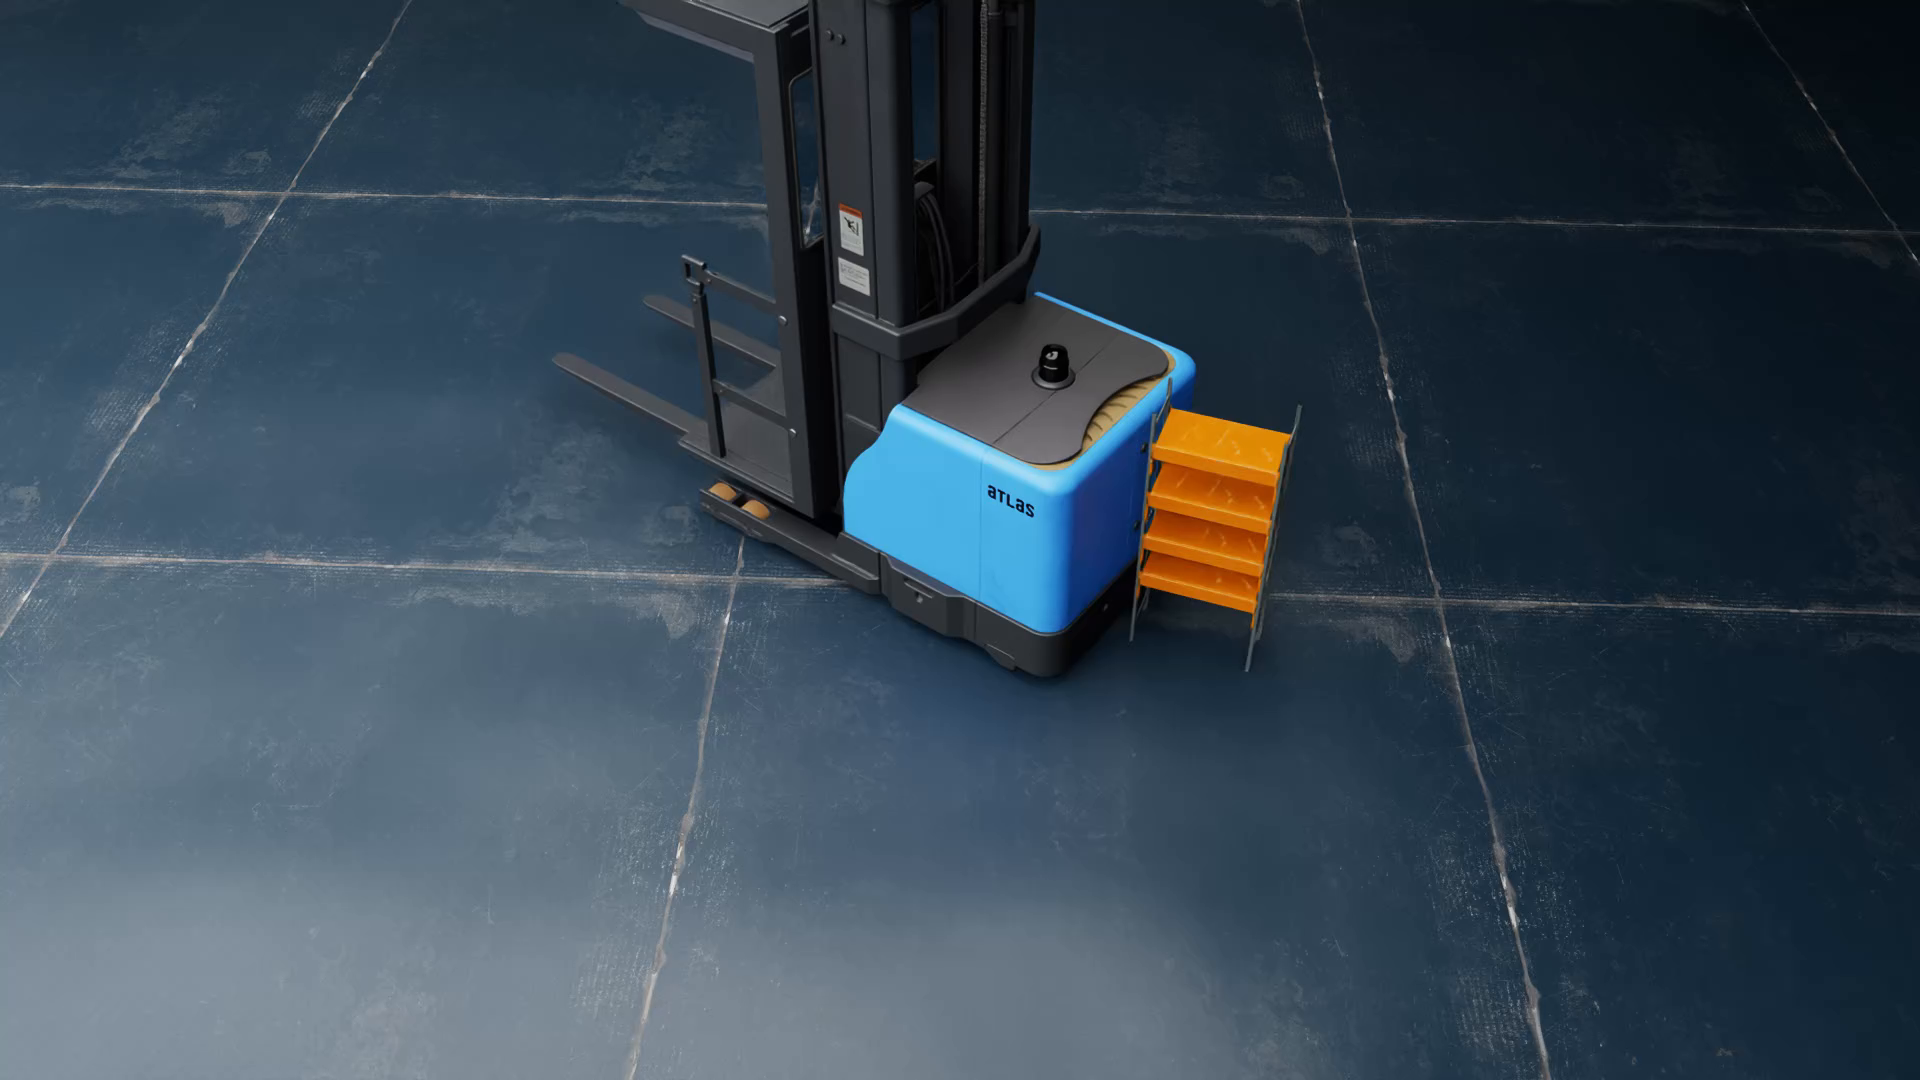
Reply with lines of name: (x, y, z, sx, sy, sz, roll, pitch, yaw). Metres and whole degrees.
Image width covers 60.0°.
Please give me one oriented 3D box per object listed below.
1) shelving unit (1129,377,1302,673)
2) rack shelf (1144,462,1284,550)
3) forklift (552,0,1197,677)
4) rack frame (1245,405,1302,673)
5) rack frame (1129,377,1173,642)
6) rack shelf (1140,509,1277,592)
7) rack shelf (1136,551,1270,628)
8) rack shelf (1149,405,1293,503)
shelving unit: (0.979, -0.037, 6.495, 0.503, 1.200, 0.258, 14, 45, 15)
rack shelf: (0.979, -0.151, 6.388, 0.480, 0.148, 0.258, 14, 45, 15)
forklift: (-0.538, -1.344, 6.628, 3.031, 2.935, 1.130, 27, 49, 26)
rack frame: (1.207, 0.021, 6.432, 0.015, 1.200, 0.240, 14, 45, 15)
rack frame: (0.750, -0.095, 6.557, 0.015, 1.200, 0.240, 14, 45, 15)
rack shelf: (0.979, 0.013, 6.540, 0.480, 0.148, 0.258, 14, 45, 15)
rack shelf: (0.979, 0.158, 6.676, 0.480, 0.148, 0.258, 14, 45, 15)
rack shelf: (0.979, -0.324, 6.227, 0.480, 0.148, 0.258, 14, 45, 15)
